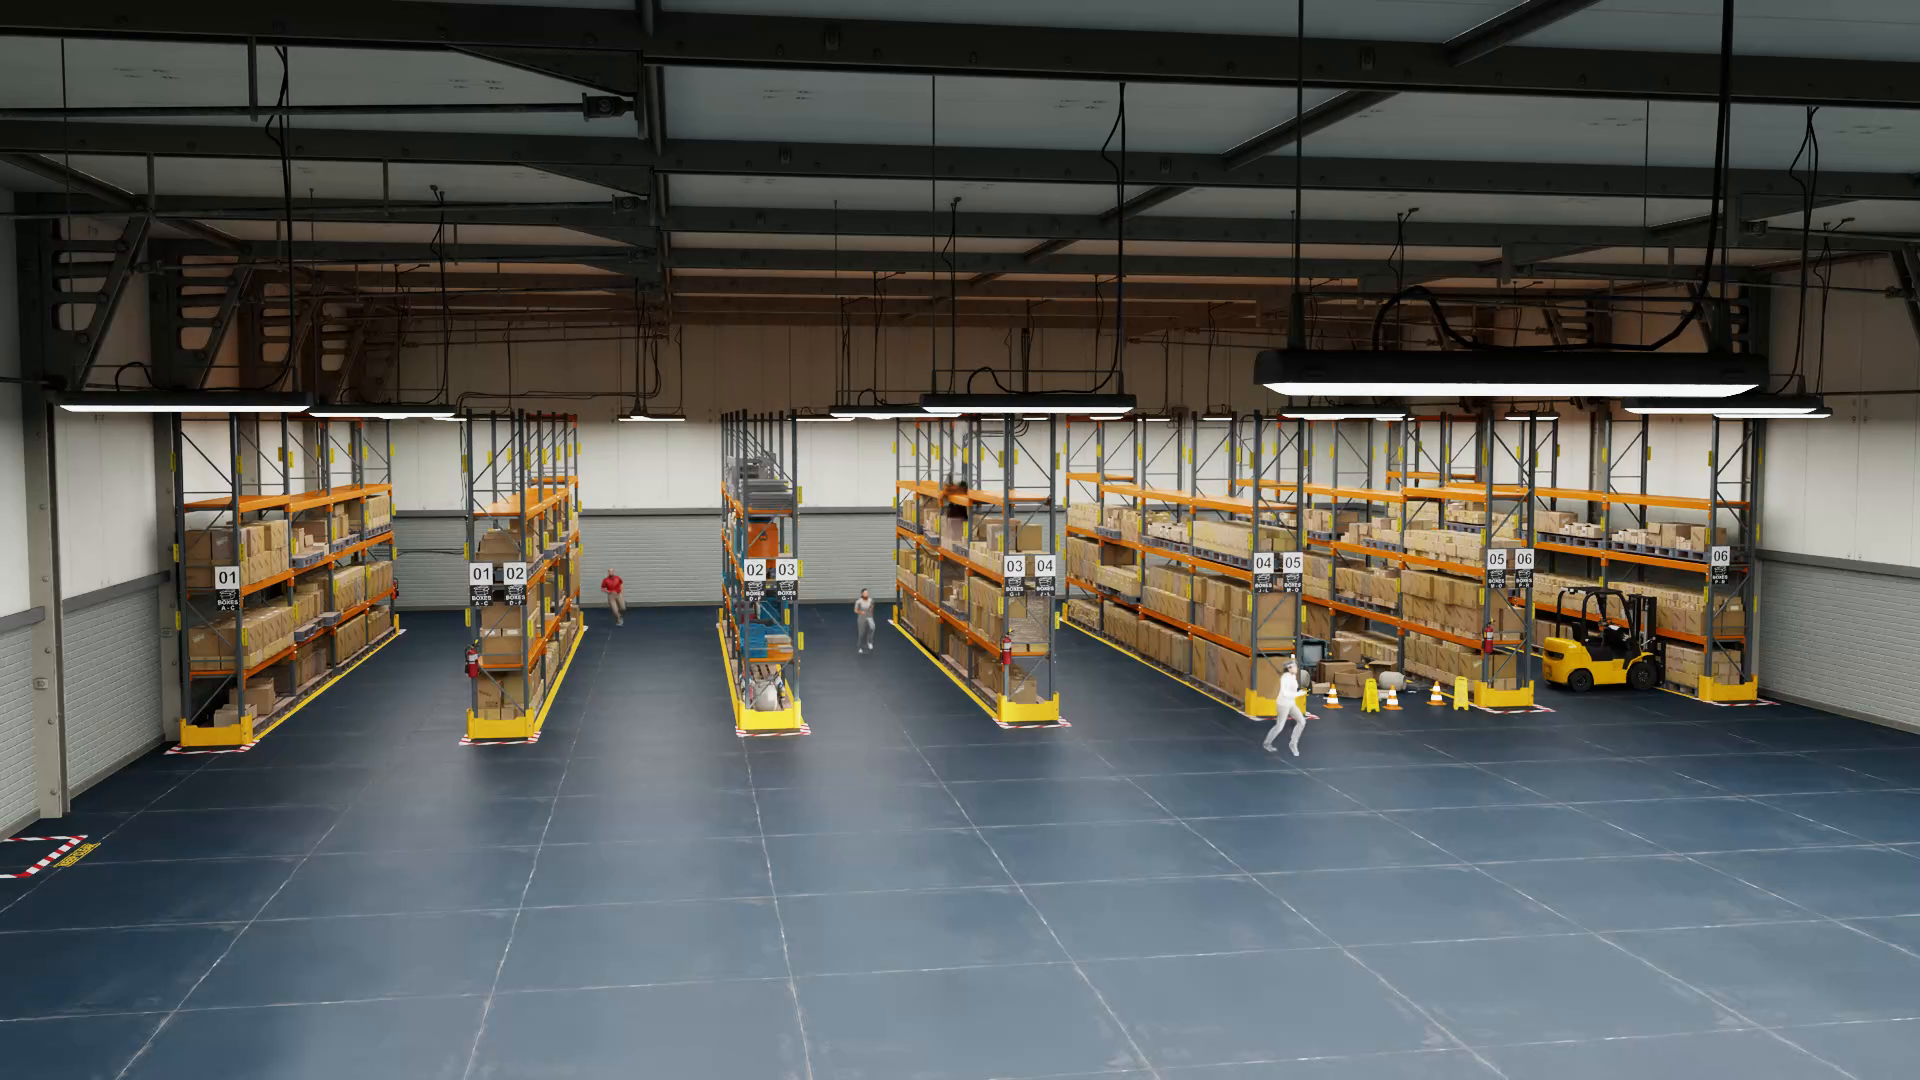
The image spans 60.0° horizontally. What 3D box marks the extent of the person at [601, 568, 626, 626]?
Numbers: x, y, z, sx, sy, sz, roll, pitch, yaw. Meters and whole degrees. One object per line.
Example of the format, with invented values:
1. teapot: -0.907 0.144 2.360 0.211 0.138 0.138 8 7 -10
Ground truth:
1. person: -9.769 1.622 46.918 0.680 1.649 0.515 -2 4 -27

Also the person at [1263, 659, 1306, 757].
1. person: 5.616 2.881 28.715 0.807 1.704 0.639 3 5 33

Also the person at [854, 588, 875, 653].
1. person: -2.358 1.993 40.977 0.518 1.634 0.917 -1 4 -12
